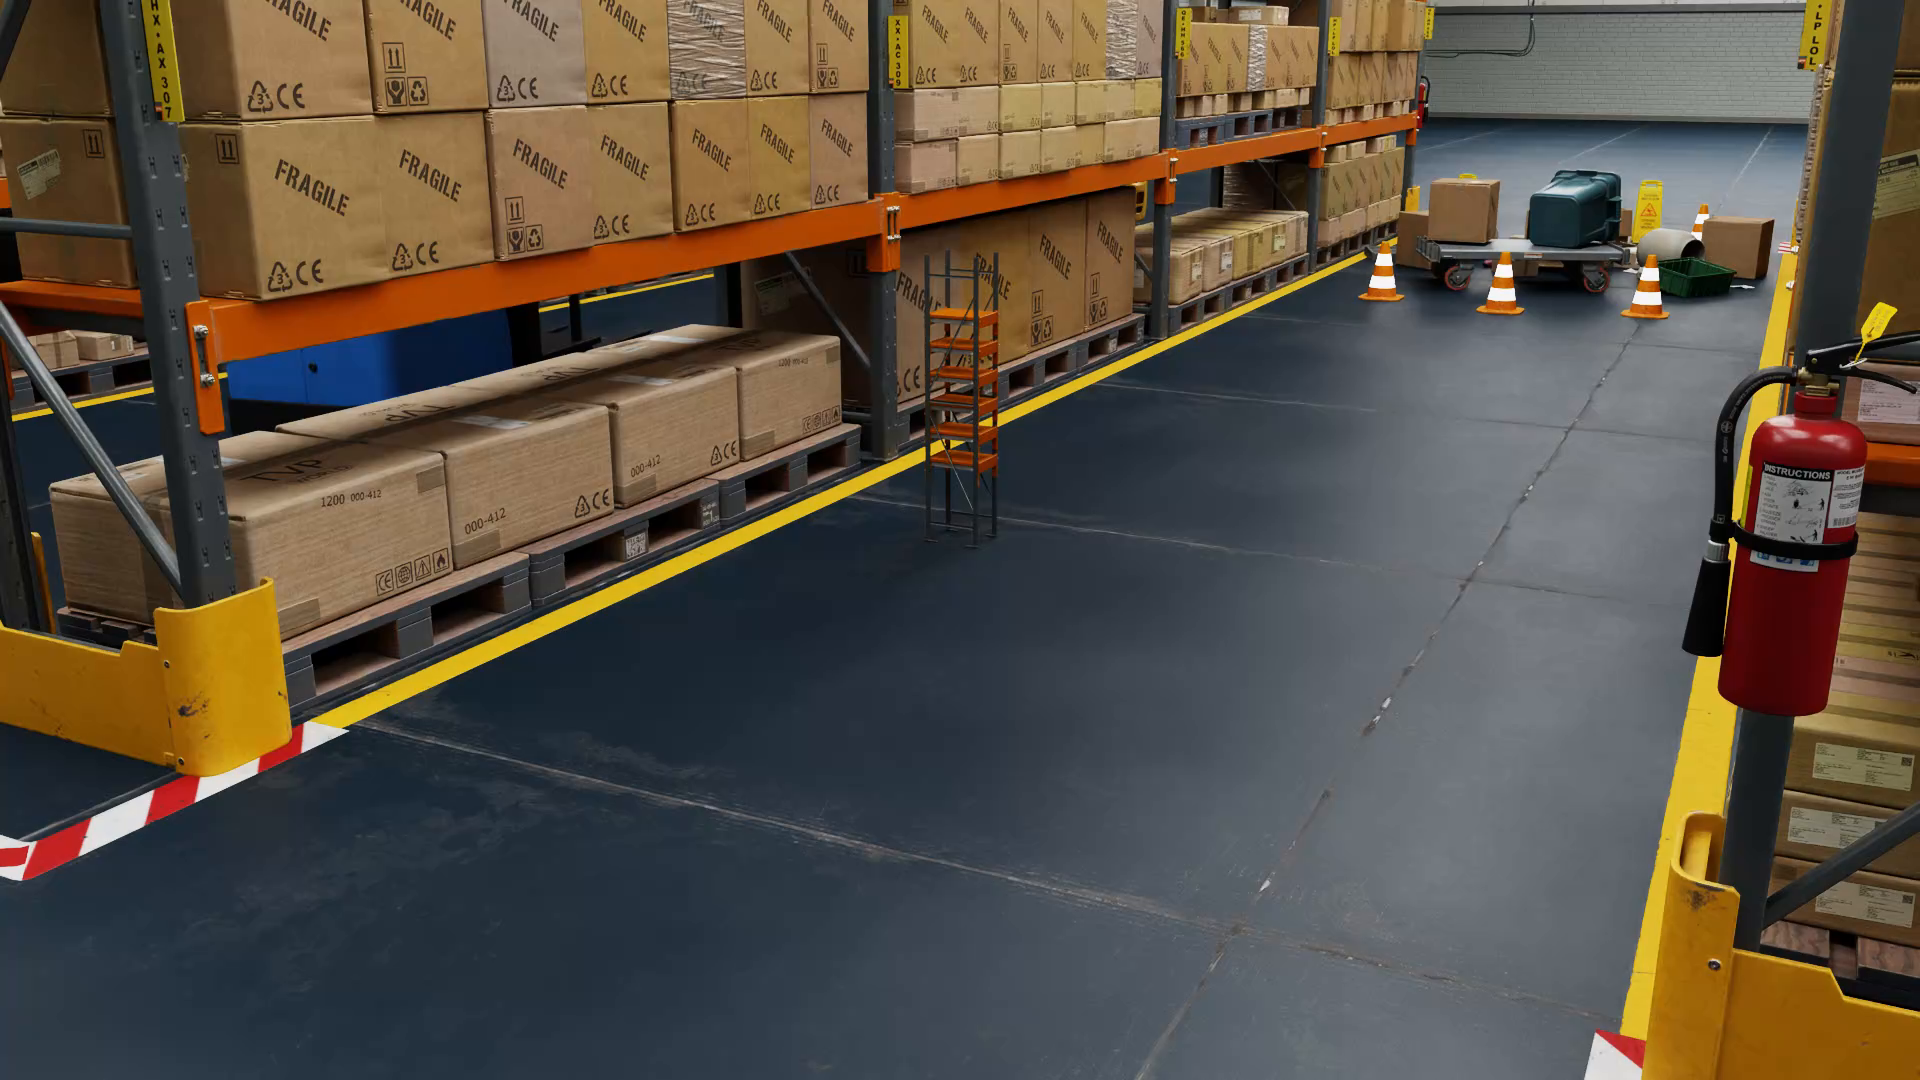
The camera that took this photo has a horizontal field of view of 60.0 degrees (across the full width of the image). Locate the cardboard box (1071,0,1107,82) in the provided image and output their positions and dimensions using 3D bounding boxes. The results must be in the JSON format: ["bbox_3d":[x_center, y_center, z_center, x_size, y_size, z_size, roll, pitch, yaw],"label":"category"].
[{"bbox_3d":[0.555,-3.021,9.995,0.500,0.500,0.500,8,18,25],"label":"cardboard box"}]

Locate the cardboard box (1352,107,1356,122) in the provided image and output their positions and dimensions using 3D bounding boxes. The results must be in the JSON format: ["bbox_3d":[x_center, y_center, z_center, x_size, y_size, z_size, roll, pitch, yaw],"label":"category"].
[{"bbox_3d":[3.608,-4.127,16.091,0.380,0.149,0.250,8,18,25],"label":"cardboard box"}]

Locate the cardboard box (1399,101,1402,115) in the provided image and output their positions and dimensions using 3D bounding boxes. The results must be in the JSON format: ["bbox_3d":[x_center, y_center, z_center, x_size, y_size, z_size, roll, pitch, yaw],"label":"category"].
[{"bbox_3d":[4.453,-4.570,17.582,0.380,0.149,0.250,8,18,24],"label":"cardboard box"}]

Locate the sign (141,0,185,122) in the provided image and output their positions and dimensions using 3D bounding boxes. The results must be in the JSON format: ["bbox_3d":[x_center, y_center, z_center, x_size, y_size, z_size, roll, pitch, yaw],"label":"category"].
[{"bbox_3d":[-2.079,-1.259,4.335,0.100,0.325,0.005,8,18,25],"label":"sign"}]

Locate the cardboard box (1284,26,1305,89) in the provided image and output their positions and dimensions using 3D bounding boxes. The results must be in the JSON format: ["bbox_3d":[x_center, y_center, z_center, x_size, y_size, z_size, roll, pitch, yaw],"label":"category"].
[{"bbox_3d":[2.568,-4.053,13.967,0.500,0.500,0.500,8,18,26],"label":"cardboard box"}]

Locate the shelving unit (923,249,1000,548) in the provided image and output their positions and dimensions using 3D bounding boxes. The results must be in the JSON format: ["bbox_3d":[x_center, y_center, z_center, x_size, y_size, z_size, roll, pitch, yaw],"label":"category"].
[{"bbox_3d":[0.006,-0.579,6.866,0.258,1.200,0.189,8,18,25],"label":"shelving unit"}]

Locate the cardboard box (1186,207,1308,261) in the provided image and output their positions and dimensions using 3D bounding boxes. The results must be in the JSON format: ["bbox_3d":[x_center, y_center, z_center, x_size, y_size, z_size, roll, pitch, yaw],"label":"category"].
[{"bbox_3d":[2.557,-2.742,14.867,0.950,0.372,0.625,8,18,26],"label":"cardboard box"}]

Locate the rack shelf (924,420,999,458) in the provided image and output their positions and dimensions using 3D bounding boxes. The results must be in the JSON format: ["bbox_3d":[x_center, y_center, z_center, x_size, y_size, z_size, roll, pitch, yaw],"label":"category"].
[{"bbox_3d":[0.006,-0.421,6.913,0.258,0.103,0.180,8,18,25],"label":"rack shelf"}]

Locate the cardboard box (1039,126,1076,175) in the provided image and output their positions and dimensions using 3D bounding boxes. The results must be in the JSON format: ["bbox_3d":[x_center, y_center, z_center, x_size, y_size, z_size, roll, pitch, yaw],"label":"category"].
[{"bbox_3d":[0.352,-2.290,9.731,0.500,0.250,0.500,8,18,24],"label":"cardboard box"}]

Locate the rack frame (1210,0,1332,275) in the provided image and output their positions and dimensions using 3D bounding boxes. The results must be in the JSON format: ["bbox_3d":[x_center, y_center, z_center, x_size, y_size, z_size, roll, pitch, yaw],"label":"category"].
[{"bbox_3d":[2.789,-3.935,15.004,1.000,3.000,0.127,8,18,25],"label":"rack frame"}]

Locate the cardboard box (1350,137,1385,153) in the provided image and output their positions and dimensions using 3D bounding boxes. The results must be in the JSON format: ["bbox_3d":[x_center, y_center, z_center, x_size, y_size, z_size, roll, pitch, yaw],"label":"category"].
[{"bbox_3d":[4.114,-4.037,16.985,0.380,0.149,0.250,9,19,28],"label":"cardboard box"}]

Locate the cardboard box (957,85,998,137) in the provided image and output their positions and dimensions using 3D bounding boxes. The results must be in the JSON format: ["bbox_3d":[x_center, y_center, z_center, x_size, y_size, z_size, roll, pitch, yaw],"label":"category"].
[{"bbox_3d":[-0.129,-2.277,8.809,0.500,0.250,0.500,8,19,26],"label":"cardboard box"}]

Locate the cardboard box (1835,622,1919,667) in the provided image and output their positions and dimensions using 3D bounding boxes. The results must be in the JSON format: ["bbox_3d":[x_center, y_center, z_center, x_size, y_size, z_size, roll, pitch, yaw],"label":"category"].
[{"bbox_3d":[2.076,0.300,3.970,0.380,0.149,0.250,8,18,24],"label":"cardboard box"}]

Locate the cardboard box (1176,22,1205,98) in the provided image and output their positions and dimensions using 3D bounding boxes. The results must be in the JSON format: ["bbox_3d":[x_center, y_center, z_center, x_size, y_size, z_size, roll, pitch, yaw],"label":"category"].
[{"bbox_3d":[1.410,-3.393,11.744,0.500,0.500,0.500,8,18,24],"label":"cardboard box"}]

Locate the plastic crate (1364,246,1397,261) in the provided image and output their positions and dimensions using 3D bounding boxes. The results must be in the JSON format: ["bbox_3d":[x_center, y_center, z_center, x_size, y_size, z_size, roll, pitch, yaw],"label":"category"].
[{"bbox_3d":[4.224,-2.831,16.415,0.402,0.080,0.583,2,17,6],"label":"plastic crate"}]

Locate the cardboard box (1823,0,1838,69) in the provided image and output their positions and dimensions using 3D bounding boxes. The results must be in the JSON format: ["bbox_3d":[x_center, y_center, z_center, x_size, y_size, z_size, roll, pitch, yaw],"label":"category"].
[{"bbox_3d":[2.333,-1.355,3.863,0.500,0.500,0.500,9,19,28],"label":"cardboard box"}]

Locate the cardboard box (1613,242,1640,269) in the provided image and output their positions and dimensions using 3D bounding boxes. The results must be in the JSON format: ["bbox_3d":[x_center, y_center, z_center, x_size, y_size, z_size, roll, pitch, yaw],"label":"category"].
[{"bbox_3d":[6.383,-2.692,15.622,0.396,0.266,0.258,12,20,35],"label":"cardboard box"}]

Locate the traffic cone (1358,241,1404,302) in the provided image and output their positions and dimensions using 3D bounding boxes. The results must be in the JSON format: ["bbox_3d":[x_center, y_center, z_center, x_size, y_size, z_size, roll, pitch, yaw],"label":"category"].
[{"bbox_3d":[3.488,-2.225,13.702,0.336,0.463,0.334,8,18,25],"label":"traffic cone"}]

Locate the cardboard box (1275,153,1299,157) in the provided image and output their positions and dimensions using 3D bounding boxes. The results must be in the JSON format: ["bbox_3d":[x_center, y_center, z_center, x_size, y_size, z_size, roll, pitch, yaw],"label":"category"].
[{"bbox_3d":[3.266,-3.622,16.726,0.500,0.500,0.500,9,19,28],"label":"cardboard box"}]

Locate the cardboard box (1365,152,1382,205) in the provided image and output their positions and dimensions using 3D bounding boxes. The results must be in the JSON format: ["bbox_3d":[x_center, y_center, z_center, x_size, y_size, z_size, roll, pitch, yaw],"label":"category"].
[{"bbox_3d":[3.990,-3.698,16.981,0.500,0.500,0.500,8,18,24],"label":"cardboard box"}]

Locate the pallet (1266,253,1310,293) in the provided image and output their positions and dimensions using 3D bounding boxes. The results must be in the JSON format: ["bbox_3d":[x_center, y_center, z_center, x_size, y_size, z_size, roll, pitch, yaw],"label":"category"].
[{"bbox_3d":[2.443,-2.400,14.733,1.003,0.211,1.213,8,18,25],"label":"pallet"}]

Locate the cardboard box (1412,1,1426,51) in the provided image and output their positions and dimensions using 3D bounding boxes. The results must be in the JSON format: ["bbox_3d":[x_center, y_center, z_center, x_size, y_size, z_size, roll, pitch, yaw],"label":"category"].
[{"bbox_3d":[4.544,-5.466,17.704,0.700,0.500,0.500,8,18,24],"label":"cardboard box"}]

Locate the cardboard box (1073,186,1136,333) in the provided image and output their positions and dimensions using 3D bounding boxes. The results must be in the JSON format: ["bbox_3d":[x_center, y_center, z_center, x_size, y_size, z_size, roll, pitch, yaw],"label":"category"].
[{"bbox_3d":[0.619,-1.933,11.259,0.875,0.875,0.875,8,18,25],"label":"cardboard box"}]

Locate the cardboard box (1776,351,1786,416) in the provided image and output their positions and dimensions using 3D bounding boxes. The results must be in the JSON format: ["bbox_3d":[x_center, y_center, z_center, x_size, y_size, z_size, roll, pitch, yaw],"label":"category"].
[{"bbox_3d":[4.023,-0.647,7.588,0.500,0.500,0.500,8,18,24],"label":"cardboard box"}]

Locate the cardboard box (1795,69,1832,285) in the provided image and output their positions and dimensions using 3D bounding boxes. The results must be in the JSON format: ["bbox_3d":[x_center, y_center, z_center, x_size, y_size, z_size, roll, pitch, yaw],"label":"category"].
[{"bbox_3d":[2.324,-0.873,3.996,0.500,0.500,0.500,8,18,26],"label":"cardboard box"}]

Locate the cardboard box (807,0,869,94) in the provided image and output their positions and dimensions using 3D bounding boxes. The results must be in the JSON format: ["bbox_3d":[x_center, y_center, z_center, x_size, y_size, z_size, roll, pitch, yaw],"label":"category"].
[{"bbox_3d":[-0.749,-2.269,7.464,0.500,0.500,0.500,8,18,25],"label":"cardboard box"}]

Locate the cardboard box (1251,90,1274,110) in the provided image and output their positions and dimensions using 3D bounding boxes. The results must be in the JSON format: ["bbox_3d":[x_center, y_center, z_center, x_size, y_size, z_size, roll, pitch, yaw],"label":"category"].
[{"bbox_3d":[2.338,-3.591,13.552,0.380,0.149,0.250,8,18,25],"label":"cardboard box"}]

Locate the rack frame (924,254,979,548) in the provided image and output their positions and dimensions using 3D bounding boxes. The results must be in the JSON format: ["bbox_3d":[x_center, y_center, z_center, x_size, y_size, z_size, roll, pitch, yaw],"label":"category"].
[{"bbox_3d":[-0.034,-0.556,6.787,0.240,1.200,0.006,8,18,25],"label":"rack frame"}]

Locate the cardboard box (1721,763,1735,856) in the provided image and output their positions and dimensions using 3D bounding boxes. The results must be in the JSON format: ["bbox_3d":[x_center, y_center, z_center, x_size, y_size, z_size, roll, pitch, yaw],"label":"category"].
[{"bbox_3d":[1.974,0.652,3.830,0.380,0.149,0.250,9,19,27],"label":"cardboard box"}]

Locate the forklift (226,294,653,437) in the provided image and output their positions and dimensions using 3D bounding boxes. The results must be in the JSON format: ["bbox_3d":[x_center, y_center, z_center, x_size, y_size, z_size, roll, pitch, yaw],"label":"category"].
[{"bbox_3d":[-2.772,-2.185,9.233,1.130,2.935,3.031,5,17,16],"label":"forklift"}]

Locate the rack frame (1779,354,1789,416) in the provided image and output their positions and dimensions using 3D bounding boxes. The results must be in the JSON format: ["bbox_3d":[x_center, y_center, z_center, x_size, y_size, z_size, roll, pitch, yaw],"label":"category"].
[{"bbox_3d":[3.688,-1.293,6.109,1.000,3.000,0.127,8,18,25],"label":"rack frame"}]

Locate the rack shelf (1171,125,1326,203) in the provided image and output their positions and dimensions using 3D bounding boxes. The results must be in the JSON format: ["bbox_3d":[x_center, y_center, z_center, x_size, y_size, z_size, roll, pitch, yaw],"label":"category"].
[{"bbox_3d":[1.896,-3.080,13.391,1.077,0.370,4.000,8,18,25],"label":"rack shelf"}]

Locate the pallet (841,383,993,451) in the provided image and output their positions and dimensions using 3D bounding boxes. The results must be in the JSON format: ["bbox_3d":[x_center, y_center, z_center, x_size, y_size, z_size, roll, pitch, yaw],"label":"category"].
[{"bbox_3d":[-0.508,-0.766,9.234,1.003,0.211,1.213,8,18,25],"label":"pallet"}]

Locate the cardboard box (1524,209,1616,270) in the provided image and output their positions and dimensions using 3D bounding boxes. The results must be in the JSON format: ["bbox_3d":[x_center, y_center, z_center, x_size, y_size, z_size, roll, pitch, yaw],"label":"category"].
[{"bbox_3d":[5.646,-2.813,15.374,0.797,0.637,0.503,8,18,25],"label":"cardboard box"}]

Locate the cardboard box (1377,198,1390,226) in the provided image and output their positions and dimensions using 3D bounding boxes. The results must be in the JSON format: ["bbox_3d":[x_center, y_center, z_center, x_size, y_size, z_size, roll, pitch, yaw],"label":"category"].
[{"bbox_3d":[4.218,-3.466,17.517,0.500,0.250,0.500,8,18,26],"label":"cardboard box"}]

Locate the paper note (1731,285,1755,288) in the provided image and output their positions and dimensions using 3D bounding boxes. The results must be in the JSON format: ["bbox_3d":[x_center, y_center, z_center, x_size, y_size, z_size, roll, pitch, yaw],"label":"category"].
[{"bbox_3d":[6.753,-2.194,14.357,0.147,0.020,0.142,-4,17,-13],"label":"paper note"}]

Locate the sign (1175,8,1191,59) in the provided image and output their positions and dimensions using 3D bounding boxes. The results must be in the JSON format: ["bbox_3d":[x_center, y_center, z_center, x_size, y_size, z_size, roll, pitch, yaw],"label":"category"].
[{"bbox_3d":[1.500,-3.401,11.174,0.100,0.325,0.005,8,18,25],"label":"sign"}]

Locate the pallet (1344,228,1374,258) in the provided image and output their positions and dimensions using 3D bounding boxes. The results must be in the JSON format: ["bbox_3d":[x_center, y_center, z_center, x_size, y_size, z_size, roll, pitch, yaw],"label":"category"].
[{"bbox_3d":[3.602,-3.086,17.042,1.003,0.211,1.213,8,18,25],"label":"pallet"}]

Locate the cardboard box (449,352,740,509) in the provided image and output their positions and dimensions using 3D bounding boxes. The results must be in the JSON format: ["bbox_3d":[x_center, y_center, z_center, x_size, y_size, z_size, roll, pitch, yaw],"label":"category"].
[{"bbox_3d":[-1.561,-0.496,7.188,0.875,0.438,0.875,8,18,24],"label":"cardboard box"}]

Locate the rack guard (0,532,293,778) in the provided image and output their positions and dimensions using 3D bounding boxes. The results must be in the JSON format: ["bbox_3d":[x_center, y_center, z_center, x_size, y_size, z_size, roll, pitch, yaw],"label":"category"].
[{"bbox_3d":[-2.584,0.326,5.048,1.175,0.500,0.348,8,18,25],"label":"rack guard"}]

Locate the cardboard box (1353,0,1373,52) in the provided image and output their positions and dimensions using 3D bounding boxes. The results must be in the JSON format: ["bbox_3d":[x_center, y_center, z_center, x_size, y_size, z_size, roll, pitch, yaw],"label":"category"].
[{"bbox_3d":[3.428,-4.816,15.518,0.700,0.500,0.500,8,18,26],"label":"cardboard box"}]

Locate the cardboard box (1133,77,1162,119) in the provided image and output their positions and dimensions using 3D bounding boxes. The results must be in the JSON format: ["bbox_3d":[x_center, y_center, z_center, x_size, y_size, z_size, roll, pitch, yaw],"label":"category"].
[{"bbox_3d":[1.013,-2.928,10.999,0.500,0.250,0.500,8,18,25],"label":"cardboard box"}]

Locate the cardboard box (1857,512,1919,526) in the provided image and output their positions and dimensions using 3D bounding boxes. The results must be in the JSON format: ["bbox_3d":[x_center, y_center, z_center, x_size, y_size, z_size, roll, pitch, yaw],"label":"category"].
[{"bbox_3d":[2.773,-0.015,5.030,0.380,0.149,0.250,7,18,23],"label":"cardboard box"}]

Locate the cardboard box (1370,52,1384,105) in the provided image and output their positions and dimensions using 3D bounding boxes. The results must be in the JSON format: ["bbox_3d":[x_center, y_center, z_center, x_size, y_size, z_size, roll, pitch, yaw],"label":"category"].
[{"bbox_3d":[3.883,-4.590,16.512,0.500,0.500,0.500,8,18,26],"label":"cardboard box"}]

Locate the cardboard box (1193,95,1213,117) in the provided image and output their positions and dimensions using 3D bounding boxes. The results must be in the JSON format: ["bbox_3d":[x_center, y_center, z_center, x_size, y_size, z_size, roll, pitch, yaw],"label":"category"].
[{"bbox_3d":[1.633,-3.187,12.191,0.380,0.149,0.250,7,18,22],"label":"cardboard box"}]

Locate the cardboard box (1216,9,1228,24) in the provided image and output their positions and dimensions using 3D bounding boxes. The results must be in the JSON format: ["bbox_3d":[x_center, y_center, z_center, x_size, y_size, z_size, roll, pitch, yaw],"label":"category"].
[{"bbox_3d":[2.263,-4.563,14.543,0.380,0.149,0.250,8,18,25],"label":"cardboard box"}]

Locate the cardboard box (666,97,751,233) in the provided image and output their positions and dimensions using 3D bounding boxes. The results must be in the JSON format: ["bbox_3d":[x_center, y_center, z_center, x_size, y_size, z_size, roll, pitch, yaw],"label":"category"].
[{"bbox_3d":[-1.200,-1.533,6.741,0.500,0.500,0.500,8,18,25],"label":"cardboard box"}]

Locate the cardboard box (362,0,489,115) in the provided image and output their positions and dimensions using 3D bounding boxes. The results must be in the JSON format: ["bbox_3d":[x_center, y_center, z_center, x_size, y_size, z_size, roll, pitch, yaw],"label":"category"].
[{"bbox_3d":[-1.879,-1.624,5.292,0.500,0.500,0.500,8,18,24],"label":"cardboard box"}]

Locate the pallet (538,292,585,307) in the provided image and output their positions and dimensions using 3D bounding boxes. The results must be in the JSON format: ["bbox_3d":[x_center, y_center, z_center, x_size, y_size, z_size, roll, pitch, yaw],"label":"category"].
[{"bbox_3d":[-3.808,-2.024,13.469,1.003,0.211,1.213,8,18,25],"label":"pallet"}]
